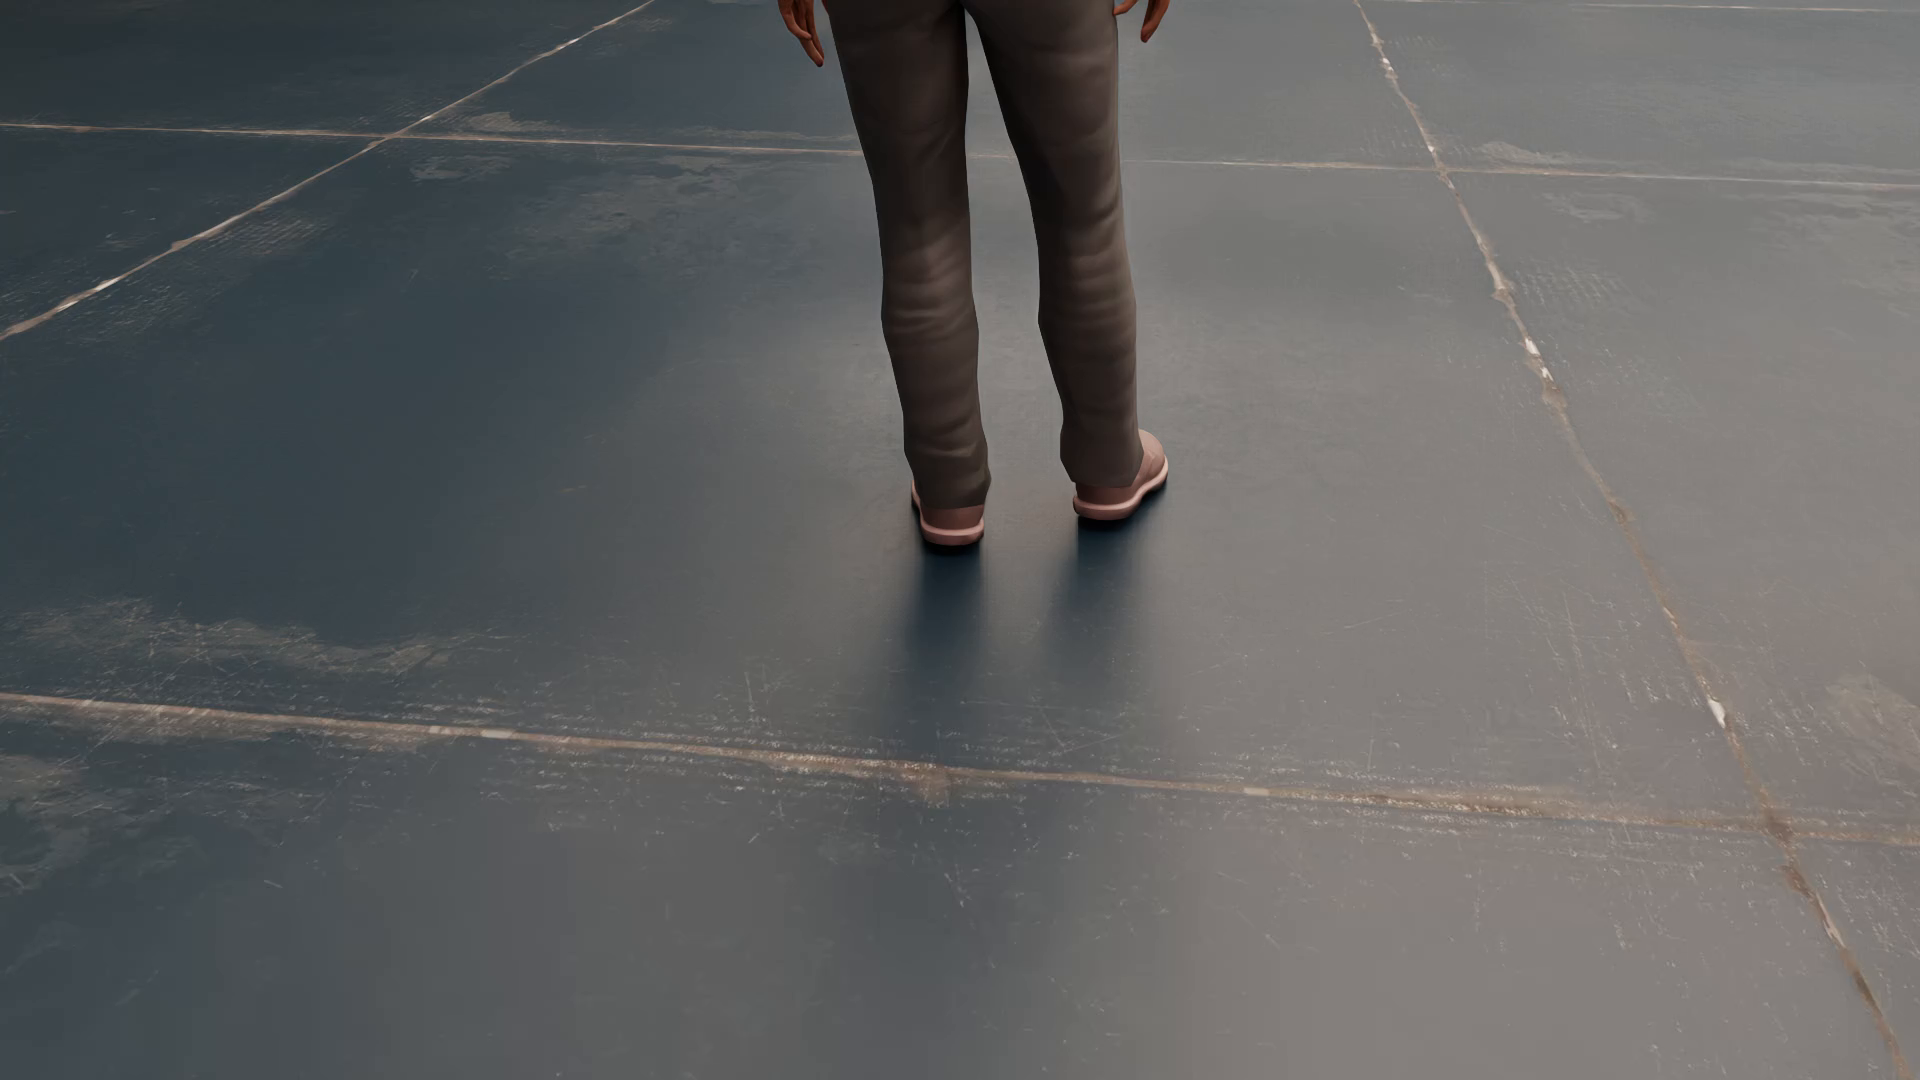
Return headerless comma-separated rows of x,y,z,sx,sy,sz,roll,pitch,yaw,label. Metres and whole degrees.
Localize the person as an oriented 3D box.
0.032,-0.784,2.203,0.569,1.654,0.504,3,27,7,person
